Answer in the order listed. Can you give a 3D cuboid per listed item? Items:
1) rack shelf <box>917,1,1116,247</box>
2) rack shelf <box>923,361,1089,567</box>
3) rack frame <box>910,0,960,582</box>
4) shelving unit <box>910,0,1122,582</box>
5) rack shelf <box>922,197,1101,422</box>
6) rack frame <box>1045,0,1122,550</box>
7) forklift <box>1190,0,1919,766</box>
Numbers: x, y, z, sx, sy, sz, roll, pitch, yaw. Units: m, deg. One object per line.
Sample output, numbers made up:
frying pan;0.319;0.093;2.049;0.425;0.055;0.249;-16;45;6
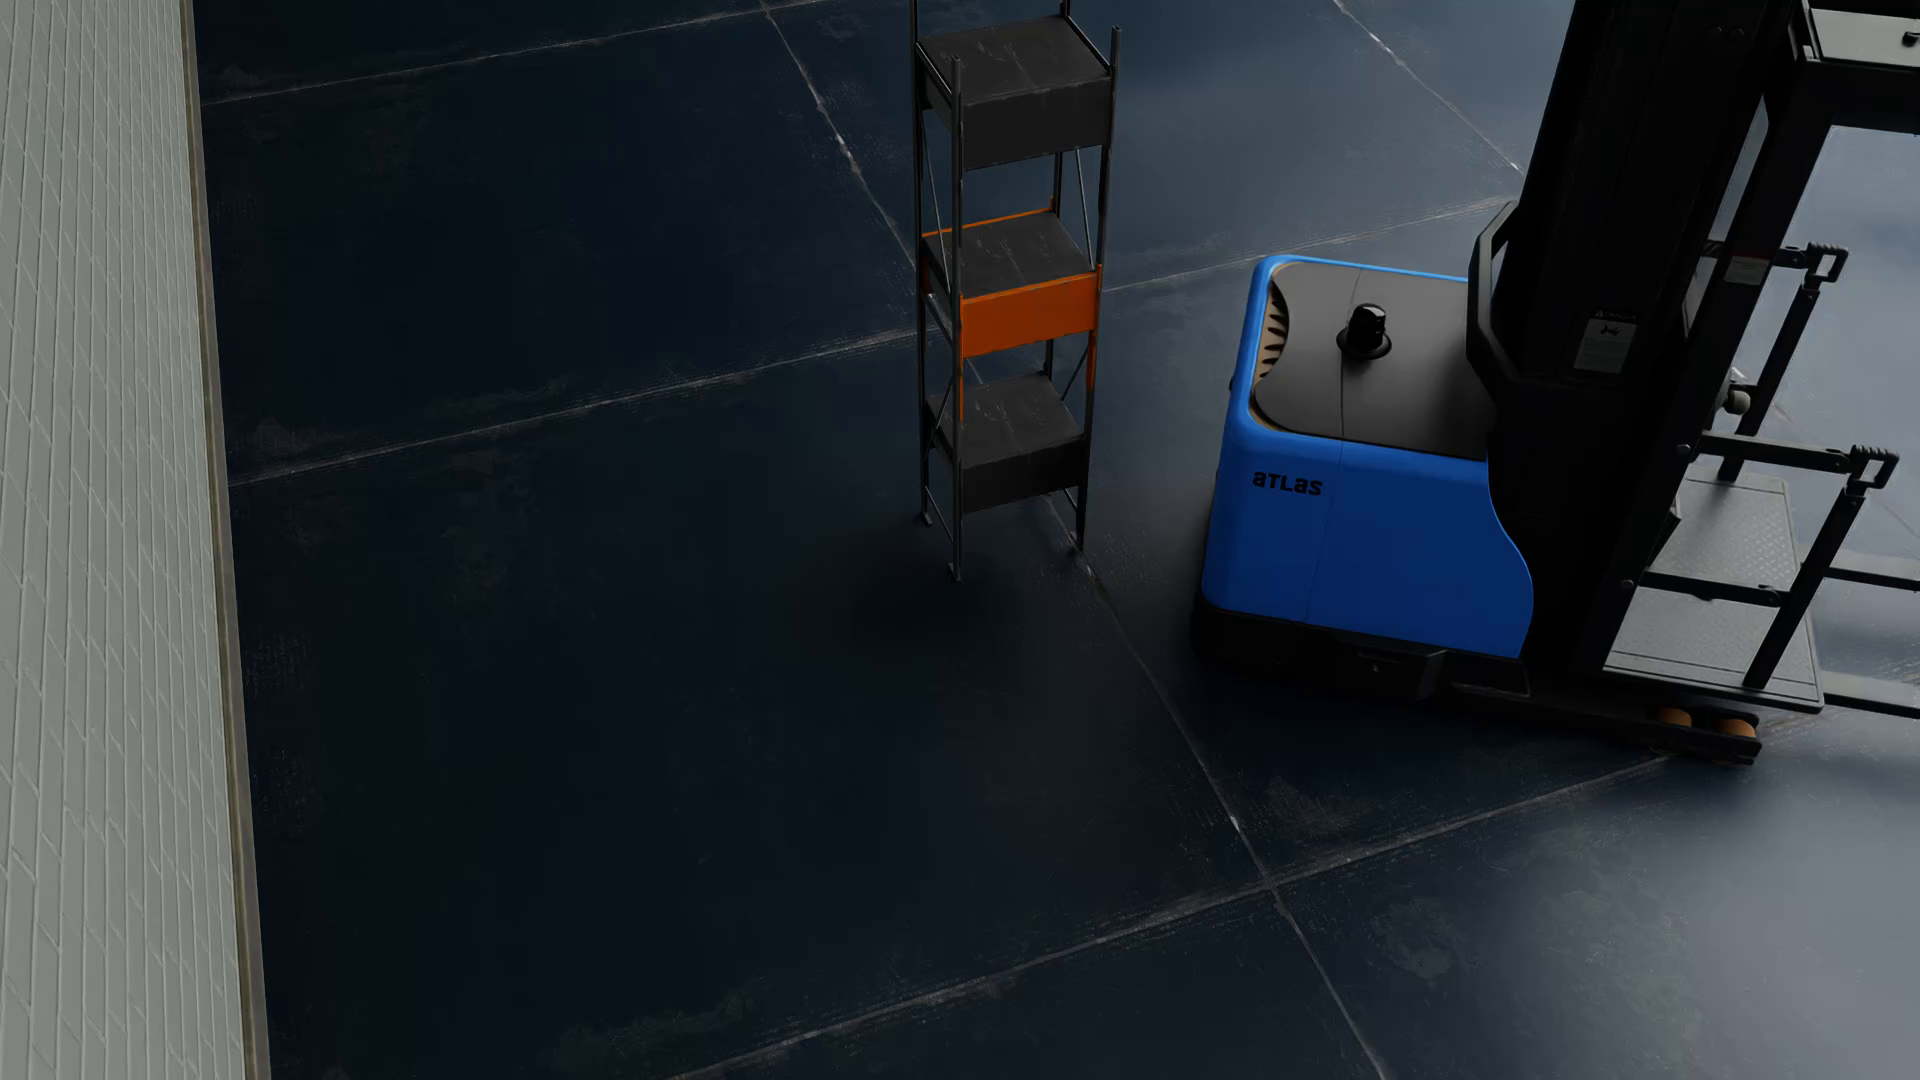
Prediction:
rack shelf;0.156;-1.266;5.060;0.480;0.518;0.431;-14;47;-14
rack shelf;0.156;-0.277;6.051;0.480;0.518;0.431;-14;47;-14
rack frame;-0.074;-0.722;5.487;0.015;2.100;0.400;-14;47;-14
shelving unit;0.156;-0.781;5.546;0.503;2.100;0.431;-14;47;-14
rack shelf;0.156;-0.771;5.556;0.480;0.518;0.431;-14;47;-14
rack frame;0.385;-0.840;5.604;0.015;2.100;0.400;-14;47;-14
forklift;2.377;-0.705;4.883;3.031;2.935;1.130;9;46;9
